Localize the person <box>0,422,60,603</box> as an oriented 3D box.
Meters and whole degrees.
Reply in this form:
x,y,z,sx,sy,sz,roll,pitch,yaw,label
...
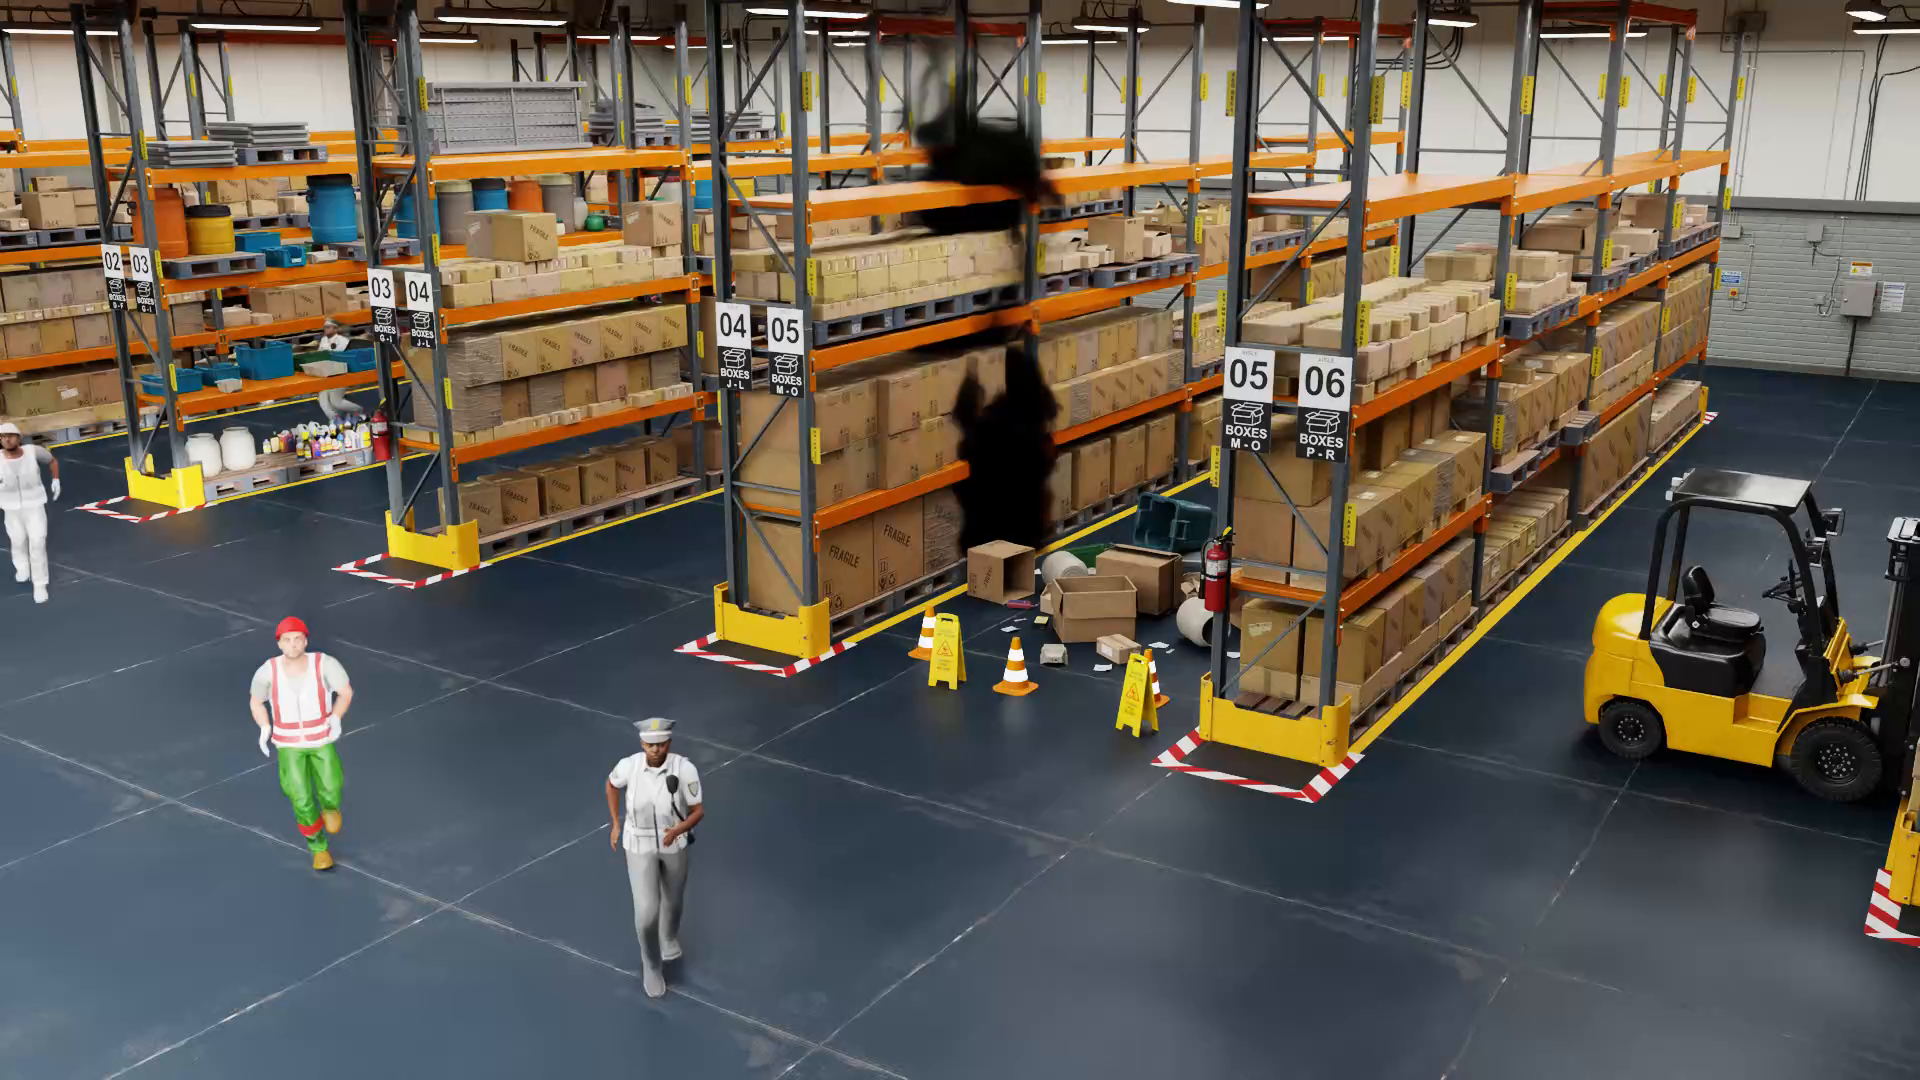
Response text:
x,y,z,sx,sy,sz,roll,pitch,yaw,label
-9.606,-0.328,17.082,0.684,1.832,0.928,-7,17,-23,person

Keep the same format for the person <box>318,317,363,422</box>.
x,y,z,sx,sy,sz,roll,pitch,yaw,label
-9.340,-2.479,24.887,0.661,1.731,0.629,8,18,28,person

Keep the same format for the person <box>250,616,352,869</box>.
x,y,z,sx,sy,sz,roll,pitch,yaw,label
-4.396,1.336,11.168,0.643,1.742,0.612,-5,16,-18,person

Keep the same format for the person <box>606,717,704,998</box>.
x,y,z,sx,sy,sz,roll,pitch,yaw,label
-1.743,1.808,9.606,0.524,1.724,0.789,-4,16,-13,person
